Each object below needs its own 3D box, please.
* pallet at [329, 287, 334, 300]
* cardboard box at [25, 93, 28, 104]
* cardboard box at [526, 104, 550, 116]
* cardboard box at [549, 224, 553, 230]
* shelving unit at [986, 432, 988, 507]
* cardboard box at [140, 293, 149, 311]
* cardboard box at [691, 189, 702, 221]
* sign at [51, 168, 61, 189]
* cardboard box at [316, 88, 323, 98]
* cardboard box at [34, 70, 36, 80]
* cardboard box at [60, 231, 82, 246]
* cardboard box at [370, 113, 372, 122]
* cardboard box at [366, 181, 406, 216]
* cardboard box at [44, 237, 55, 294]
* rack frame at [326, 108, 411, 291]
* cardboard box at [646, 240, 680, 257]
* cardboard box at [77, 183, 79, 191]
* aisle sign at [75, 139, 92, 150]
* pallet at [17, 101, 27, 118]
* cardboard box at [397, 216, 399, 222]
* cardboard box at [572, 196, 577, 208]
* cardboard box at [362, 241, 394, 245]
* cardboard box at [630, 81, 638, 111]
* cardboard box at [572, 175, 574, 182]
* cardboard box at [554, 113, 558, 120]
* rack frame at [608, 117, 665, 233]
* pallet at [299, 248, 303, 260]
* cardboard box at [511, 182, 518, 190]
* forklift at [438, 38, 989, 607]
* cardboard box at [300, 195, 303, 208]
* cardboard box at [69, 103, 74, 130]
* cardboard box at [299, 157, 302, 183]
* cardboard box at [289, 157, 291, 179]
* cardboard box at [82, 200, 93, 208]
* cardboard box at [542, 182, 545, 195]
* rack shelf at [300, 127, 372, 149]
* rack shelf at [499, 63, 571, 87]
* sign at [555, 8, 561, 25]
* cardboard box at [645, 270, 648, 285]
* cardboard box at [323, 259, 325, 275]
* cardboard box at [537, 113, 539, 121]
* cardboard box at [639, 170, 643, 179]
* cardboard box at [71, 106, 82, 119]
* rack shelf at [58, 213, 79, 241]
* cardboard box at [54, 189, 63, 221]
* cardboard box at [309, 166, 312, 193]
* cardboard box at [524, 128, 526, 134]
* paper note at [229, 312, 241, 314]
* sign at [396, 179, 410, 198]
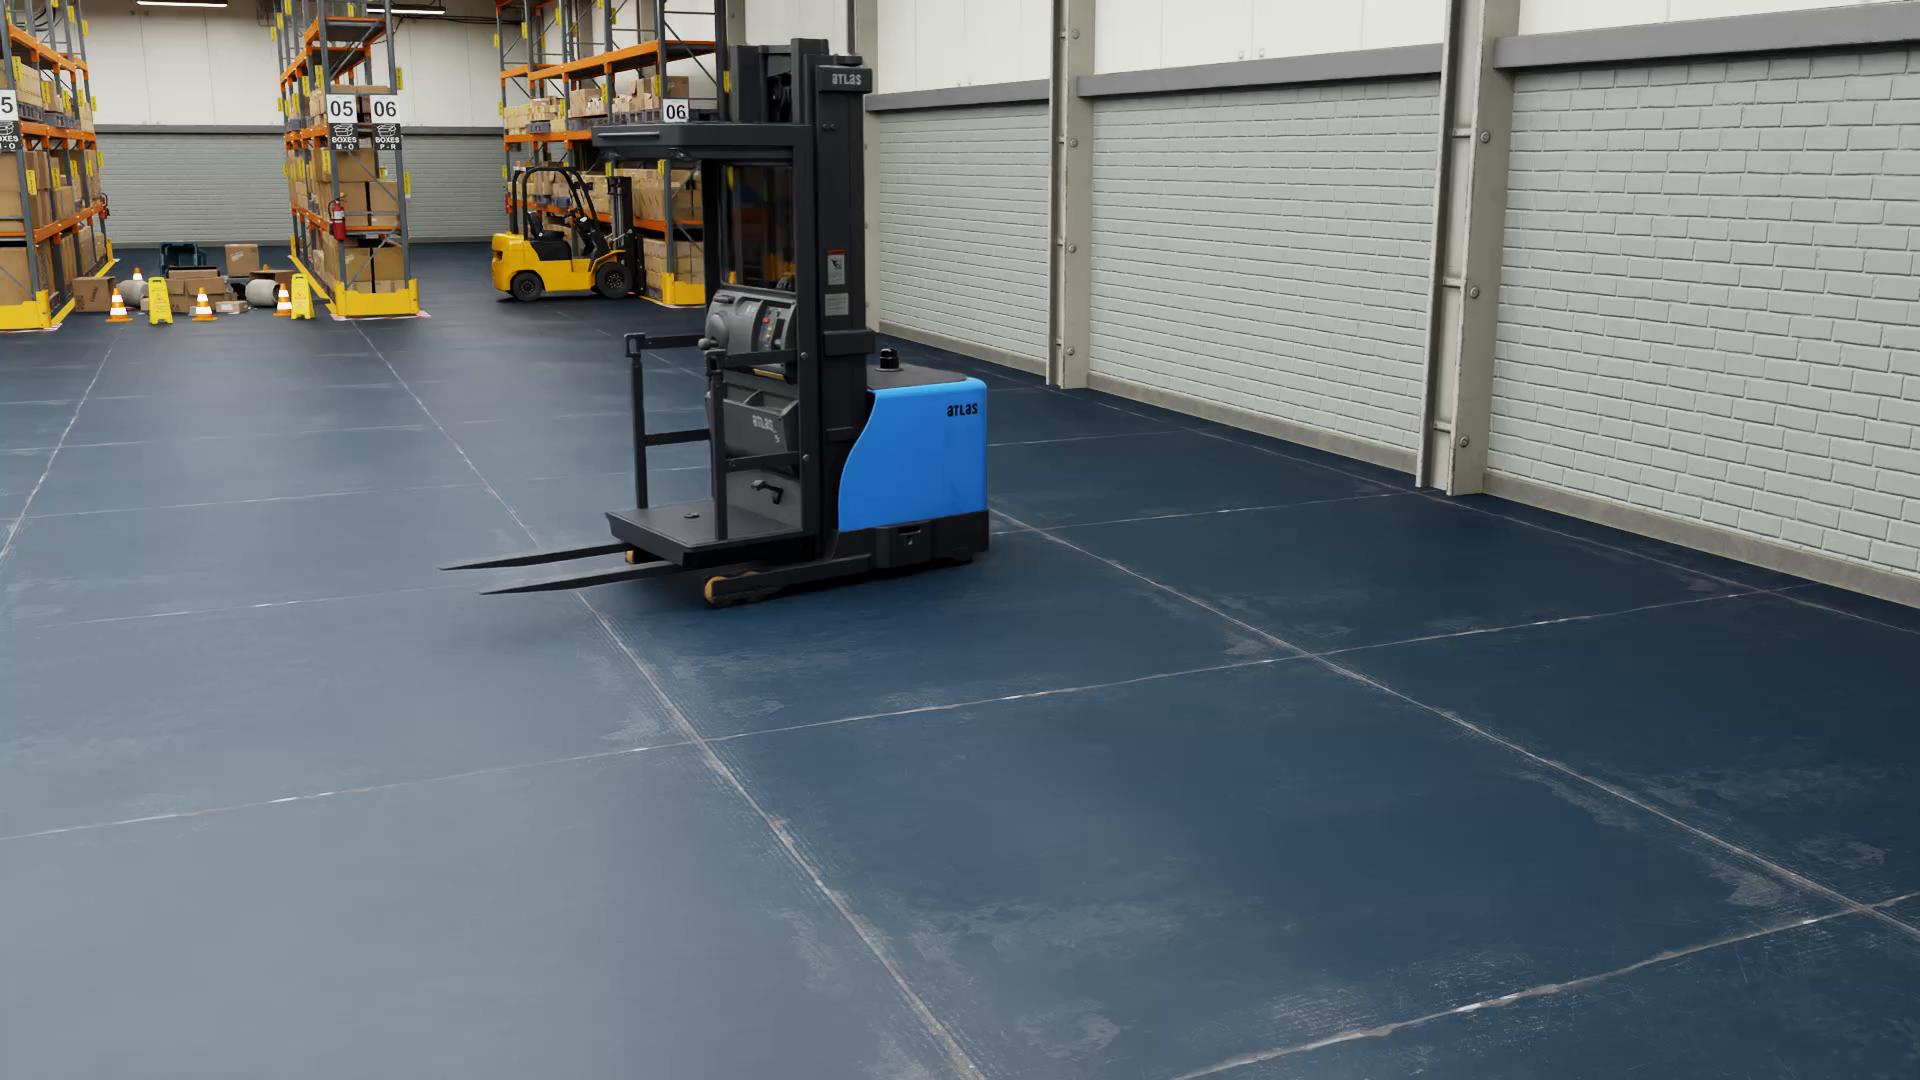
[{"bbox_3d":[-10.081,-4.205,28.071,1.003,0.211,1.213,-6,14,-23],"label":"pallet"},{"bbox_3d":[-13.524,-6.306,23.714,0.380,0.149,0.250,-6,14,-23],"label":"cardboard box"},{"bbox_3d":[-9.463,-9.660,37.369,0.500,0.250,0.500,-6,14,-23],"label":"cardboard box"},{"bbox_3d":[-8.846,-6.904,36.720,0.380,0.149,0.250,-6,15,-26],"label":"cardboard box"},{"bbox_3d":[0.009,-0.443,10.287,0.258,0.900,0.210,-7,15,-27],"label":"shelving unit"},{"bbox_3d":[-12.502,-3.710,25.813,0.396,0.266,0.258,-3,13,-13],"label":"cardboard box"},{"bbox_3d":[-4.178,-5.498,27.251,0.500,0.500,0.500,-5,14,-21],"label":"cardboard box"},{"bbox_3d":[-14.370,-5.742,26.432,0.100,0.325,0.005,-6,14,-23],"label":"sign"},{"bbox_3d":[-9.831,-6.957,25.914,0.380,0.149,0.250,-5,14,-22],"label":"cardboard box"},{"bbox_3d":[-14.238,-7.061,25.210,0.380,0.149,0.250,-6,14,-23],"label":"cardboard box"},{"bbox_3d":[-16.534,-5.574,30.751,0.500,0.250,0.500,-6,14,-26],"label":"cardboard box"},{"bbox_3d":[-8.616,-6.310,24.884,0.380,0.149,0.250,-6,14,-23],"label":"cardboard box"},{"bbox_3d":[-8.716,-5.189,25.258,0.500,0.500,0.500,-6,14,-24],"label":"cardboard box"},{"bbox_3d":[-14.690,-4.264,25.924,0.875,0.875,0.875,-5,14,-22],"label":"cardboard box"},{"bbox_3d":[-8.780,-4.873,24.772,1.000,3.000,0.127,-6,14,-23],"label":"rack frame"},{"bbox_3d":[-4.914,-4.846,27.605,0.500,0.250,0.500,-5,14,-22],"label":"cardboard box"},{"bbox_3d":[-17.539,-6.941,32.674,0.380,0.149,0.250,-5,14,-21],"label":"cardboard box"},{"bbox_3d":[-19.439,-9.019,36.921,0.394,0.787,0.004,-6,14,-23],"label":"aisle sign"},{"bbox_3d":[-13.582,-5.975,23.080,1.003,0.211,1.213,-6,14,-23],"label":"pallet"},{"bbox_3d":[-8.873,-4.952,25.672,0.380,0.149,0.250,-6,14,-25],"label":"cardboard box"},{"bbox_3d":[-7.485,-6.788,33.379,0.500,0.250,0.500,-6,14,-23],"label":"cardboard box"},{"bbox_3d":[-9.489,-4.621,27.189,0.500,0.500,0.500,-5,14,-20],"label":"cardboard box"},{"bbox_3d":[-5.152,-7.501,28.094,0.797,0.503,0.637,-5,14,-21],"label":"cardboard box"},{"bbox_3d":[-7.581,-7.247,33.370,0.380,0.149,0.250,-5,14,-21],"label":"cardboard box"},{"bbox_3d":[-8.292,-8.877,34.868,0.380,0.149,0.250,-5,14,-21],"label":"cardboard box"},{"bbox_3d":[-5.836,-6.148,30.283,1.000,3.000,0.127,-6,14,-23],"label":"rack frame"},{"bbox_3d":[-14.798,-6.662,38.685,1.003,0.211,1.213,-6,14,-23],"label":"pallet"},{"bbox_3d":[-10.506,-8.477,40.018,0.500,0.250,0.500,-5,14,-22],"label":"cardboard box"},{"bbox_3d":[-1.328,-1.205,9.075,3.031,2.935,1.130,-9,16,-34],"label":"forklift"},{"bbox_3d":[-13.062,-6.846,33.630,0.500,0.250,0.500,-6,14,-24],"label":"cardboard box"},{"bbox_3d":[-16.877,-7.915,31.043,0.500,0.500,0.500,-6,14,-23],"label":"cardboard box"},{"bbox_3d":[-12.838,-7.353,33.049,0.500,0.500,0.500,-6,14,-23],"label":"cardboard box"},{"bbox_3d":[-14.832,-8.378,37.476,0.500,0.500,0.500,-6,14,-23],"label":"cardboard box"},{"bbox_3d":[-17.896,-6.850,33.870,0.380,0.149,0.250,-5,14,-21],"label":"cardboard box"},{"bbox_3d":[-8.836,-7.619,36.002,0.396,0.266,0.258,-5,14,-20],"label":"cardboard box"},{"bbox_3d":[-11.184,-7.223,29.870,1.077,0.370,4.000,-6,14,-23],"label":"rack shelf"},{"bbox_3d":[-9.842,-10.785,38.614,1.077,0.370,4.000,-6,14,-23],"label":"rack shelf"},{"bbox_3d":[-7.932,-10.340,32.842,0.100,0.325,0.005,-6,14,-23],"label":"sign"},{"bbox_3d":[-5.094,-4.463,28.169,0.500,0.250,0.500,-5,14,-22],"label":"cardboard box"},{"bbox_3d":[-10.595,-4.732,29.058,0.950,0.372,0.625,-5,14,-22],"label":"cardboard box"},{"bbox_3d":[-8.874,-9.085,35.723,0.380,0.149,0.250,-6,14,-24],"label":"cardboard box"},{"bbox_3d":[-5.173,-6.141,27.932,0.380,0.149,0.250,-5,14,-22],"label":"cardboard box"},{"bbox_3d":[-18.055,-8.637,33.607,0.500,0.250,0.500,-5,14,-21],"label":"cardboard box"},{"bbox_3d":[-15.679,-5.294,28.187,1.077,0.370,4.000,-6,14,-23],"label":"rack shelf"},{"bbox_3d":[-14.842,-5.413,26.883,0.500,0.500,0.500,-5,14,-22],"label":"cardboard box"},{"bbox_3d":[-11.801,-6.703,30.866,0.500,0.500,0.500,-5,14,-20],"label":"cardboard box"},{"bbox_3d":[-9.744,-9.346,38.004,0.380,0.149,0.250,-6,14,-23],"label":"cardboard box"},{"bbox_3d":[-10.983,-3.442,25.173,0.148,0.019,0.142,-12,18,-42],"label":"paper note"},{"bbox_3d":[-15.117,-9.542,45.157,0.329,0.494,0.001,-6,14,-23],"label":"sign"}]
